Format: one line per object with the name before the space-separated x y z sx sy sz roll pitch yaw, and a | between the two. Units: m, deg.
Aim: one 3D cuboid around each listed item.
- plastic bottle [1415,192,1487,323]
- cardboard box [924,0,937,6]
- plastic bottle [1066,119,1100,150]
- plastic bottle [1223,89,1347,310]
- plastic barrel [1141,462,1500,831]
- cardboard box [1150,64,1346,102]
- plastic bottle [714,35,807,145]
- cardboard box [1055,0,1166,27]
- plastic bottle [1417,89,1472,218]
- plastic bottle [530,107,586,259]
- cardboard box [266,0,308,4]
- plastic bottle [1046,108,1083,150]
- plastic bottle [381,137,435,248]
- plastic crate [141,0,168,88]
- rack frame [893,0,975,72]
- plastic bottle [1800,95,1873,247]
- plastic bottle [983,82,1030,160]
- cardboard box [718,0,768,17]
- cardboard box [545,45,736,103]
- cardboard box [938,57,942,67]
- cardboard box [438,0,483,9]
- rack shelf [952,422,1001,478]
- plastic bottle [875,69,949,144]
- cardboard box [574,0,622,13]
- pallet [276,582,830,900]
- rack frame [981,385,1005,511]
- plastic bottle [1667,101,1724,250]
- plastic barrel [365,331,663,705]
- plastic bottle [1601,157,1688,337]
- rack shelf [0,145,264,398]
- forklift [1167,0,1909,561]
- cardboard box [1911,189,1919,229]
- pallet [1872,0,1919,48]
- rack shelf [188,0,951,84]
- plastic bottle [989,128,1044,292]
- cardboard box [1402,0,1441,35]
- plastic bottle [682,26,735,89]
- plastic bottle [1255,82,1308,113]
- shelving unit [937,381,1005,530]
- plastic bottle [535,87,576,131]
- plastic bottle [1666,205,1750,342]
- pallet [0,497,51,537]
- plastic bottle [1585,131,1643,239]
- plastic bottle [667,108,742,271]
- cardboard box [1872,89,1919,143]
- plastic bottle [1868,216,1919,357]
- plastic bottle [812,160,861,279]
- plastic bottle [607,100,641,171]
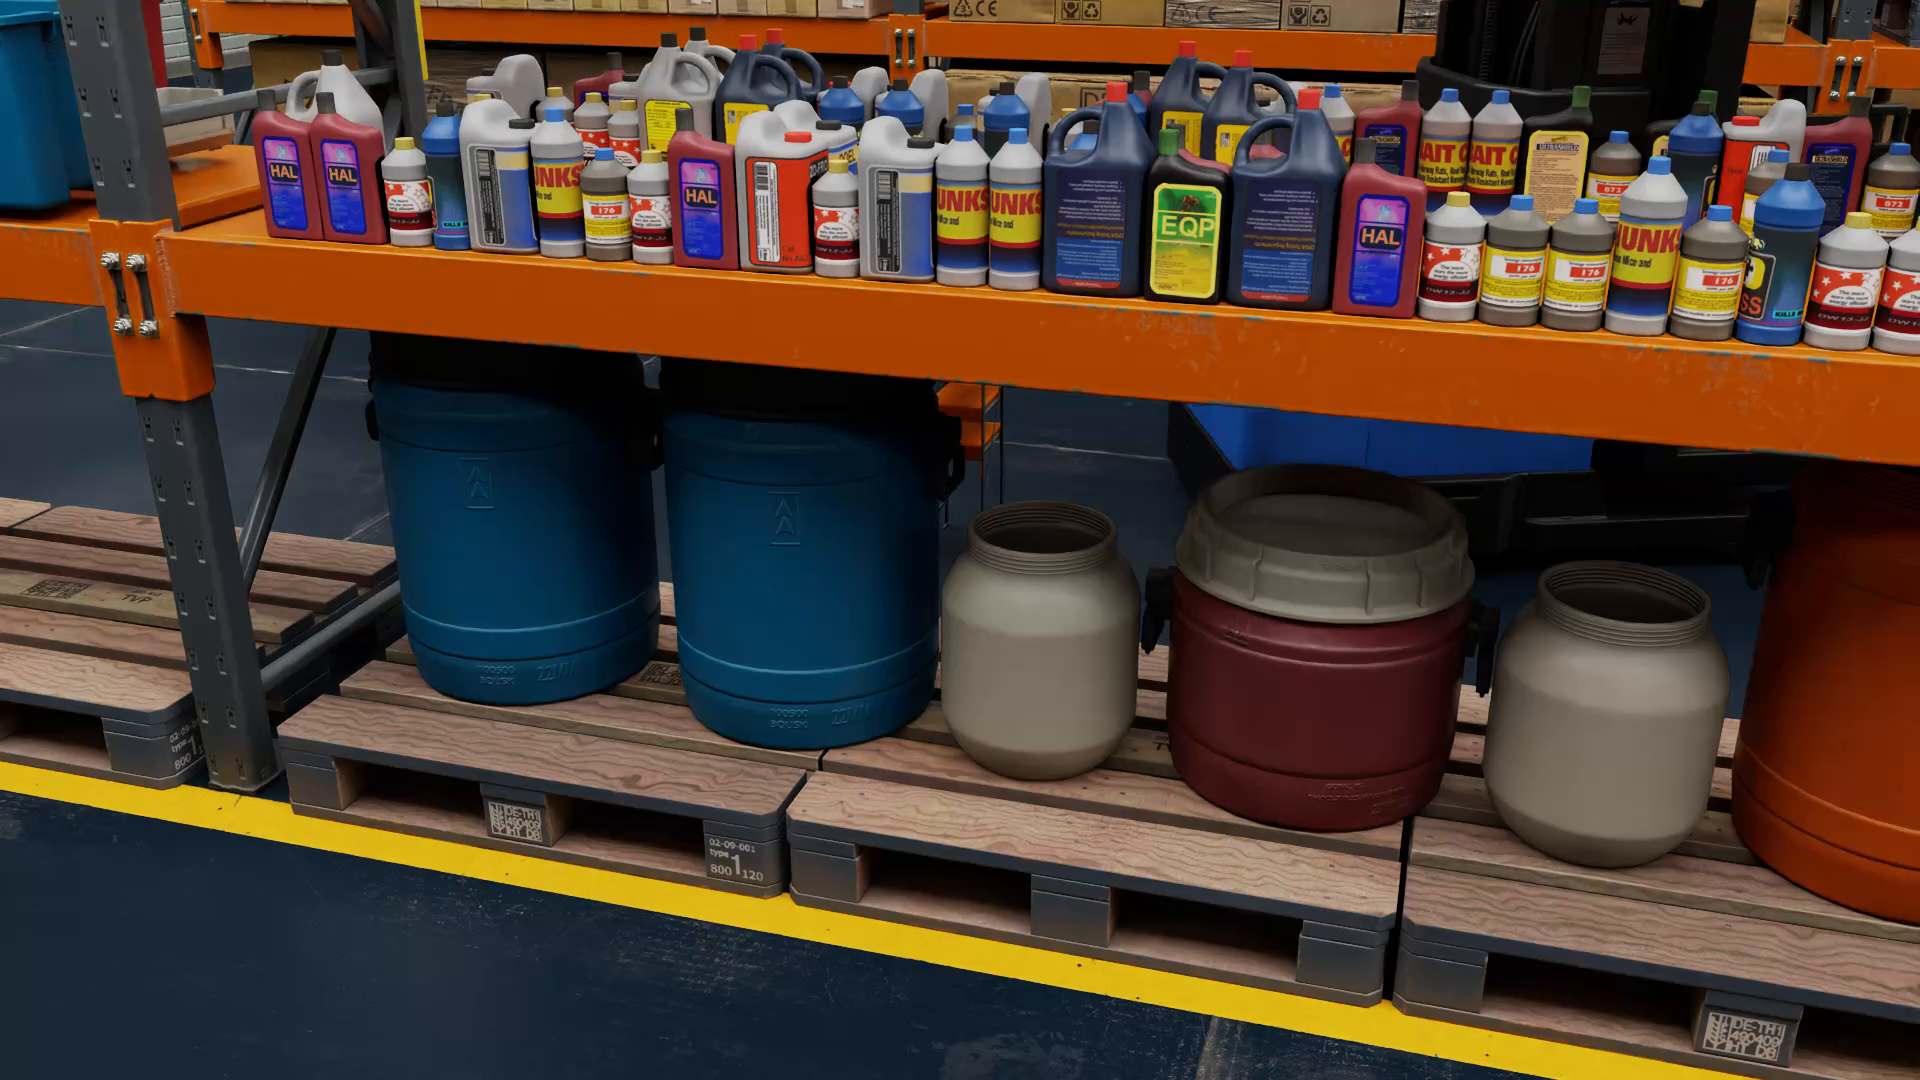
plastic bottle | 0.802 -0.464 2.709 0.097 0.201 0.097 0 22 0
cardboard box | -0.295 -2.822 8.528 0.250 0.149 0.380 7 23 16
plastic bottle | 0.234 -0.618 2.994 0.097 0.271 0.097 0 22 0
plastic bottle | 0.546 -0.571 2.775 0.185 0.351 0.144 7 23 16
plastic barrel | 0.736 0.203 3.446 0.708 0.588 0.600 7 23 16
cardboard box | 1.366 -1.836 8.039 0.875 0.875 1.225 6 23 14
plastic bottle | -0.429 -0.908 3.596 0.185 0.351 0.144 7 23 16
cardboard box | 0.742 -2.635 7.610 0.500 0.500 0.500 7 23 16
plastic bottle | 0.982 -0.776 3.379 0.097 0.271 0.097 0 22 0
plastic bottle | -0.752 -0.674 3.130 0.097 0.271 0.097 0 22 0
cardboard box | -3.447 -2.921 8.769 0.250 0.149 0.380 6 23 15
plastic bottle | 0.234 -0.829 3.601 0.097 0.201 0.097 0 22 0
plastic bottle | -1.068 -0.678 3.231 0.097 0.201 0.097 0 22 0
plastic crate | -2.321 -1.232 4.157 0.583 0.464 0.402 7 23 16
rack frame | -0.108 -2.785 8.107 0.127 3.000 1.000 7 23 16
plastic bottle | 1.668 -0.710 3.203 0.133 0.283 0.061 7 23 16
plastic bottle | 0.097 -0.817 3.479 0.097 0.271 0.097 0 22 0
cardboard box | -0.987 -2.639 8.083 0.250 0.149 0.380 6 23 15
cardboard box | -1.579 -2.196 8.918 0.875 0.875 0.875 7 23 16
cardboard box | -0.003 -3.762 12.908 0.250 0.149 0.380 5 23 13
cardboard box | -2.461 -2.808 8.495 0.250 0.149 0.380 6 23 15
rack shelf | 0.014 -0.290 5.146 0.180 0.103 0.258 7 23 16
plastic bottle | -0.107 -0.892 3.656 0.135 0.276 0.152 7 23 16
cardboard box | -1.725 -2.724 8.289 0.250 0.149 0.380 6 23 15
pallet | -0.812 0.405 4.006 1.213 0.211 1.003 7 23 16
rack frame | 0.101 -0.544 5.014 0.006 1.200 0.240 7 23 16
plastic bottle | 1.406 -0.703 3.202 0.097 0.271 0.097 0 22 0
plastic barrel | -1.023 -0.143 3.878 0.708 0.901 0.600 7 23 16
plastic bottle | 1.081 -0.464 2.618 0.097 0.271 0.097 0 22 0
rack shelf | -3.454 -0.872 4.391 4.000 0.370 1.077 7 23 16
forklift | 2.275 -1.488 5.035 3.031 2.935 1.130 -2 22 -6
cardboard box | 4.369 -1.327 7.267 0.500 0.500 0.700 5 23 13
pallet | 4.434 -2.218 6.978 1.003 0.211 1.213 7 23 16
rack shelf | -2.023 -2.671 8.778 4.000 0.370 1.077 7 23 16
plastic bottle | 0.099 -0.576 2.892 0.097 0.271 0.097 0 22 0
cardboard box | 2.204 -2.469 7.205 0.500 0.500 0.500 6 23 14
plastic bottle | -0.564 -0.981 3.773 0.185 0.351 0.144 7 23 16
plastic bottle | 0.642 -0.806 3.447 0.135 0.276 0.152 7 23 16
shelving unit | 0.014 -0.554 5.038 0.189 1.200 0.258 7 23 16
plastic bottle | -0.949 -0.965 3.932 0.097 0.201 0.097 0 22 0
plastic bottle | 1.174 -0.421 2.605 0.097 0.201 0.097 0 22 0
pallet | -3.426 0.105 4.735 1.213 0.211 1.003 7 23 16
plastic bottle | 1.296 -0.708 3.305 0.097 0.201 0.097 0 22 0
plastic bottle | -0.461 -0.639 3.029 0.133 0.283 0.061 7 23 16
cardboard box | 6.646 -3.097 11.278 0.750 0.750 1.050 7 23 16
plastic bottle | 1.454 -0.389 2.527 0.097 0.201 0.097 0 22 0
plastic bottle | -0.216 -0.580 2.993 0.097 0.201 0.097 0 22 0
plastic bottle | -0.737 -0.880 3.725 0.097 0.201 0.097 0 22 0
